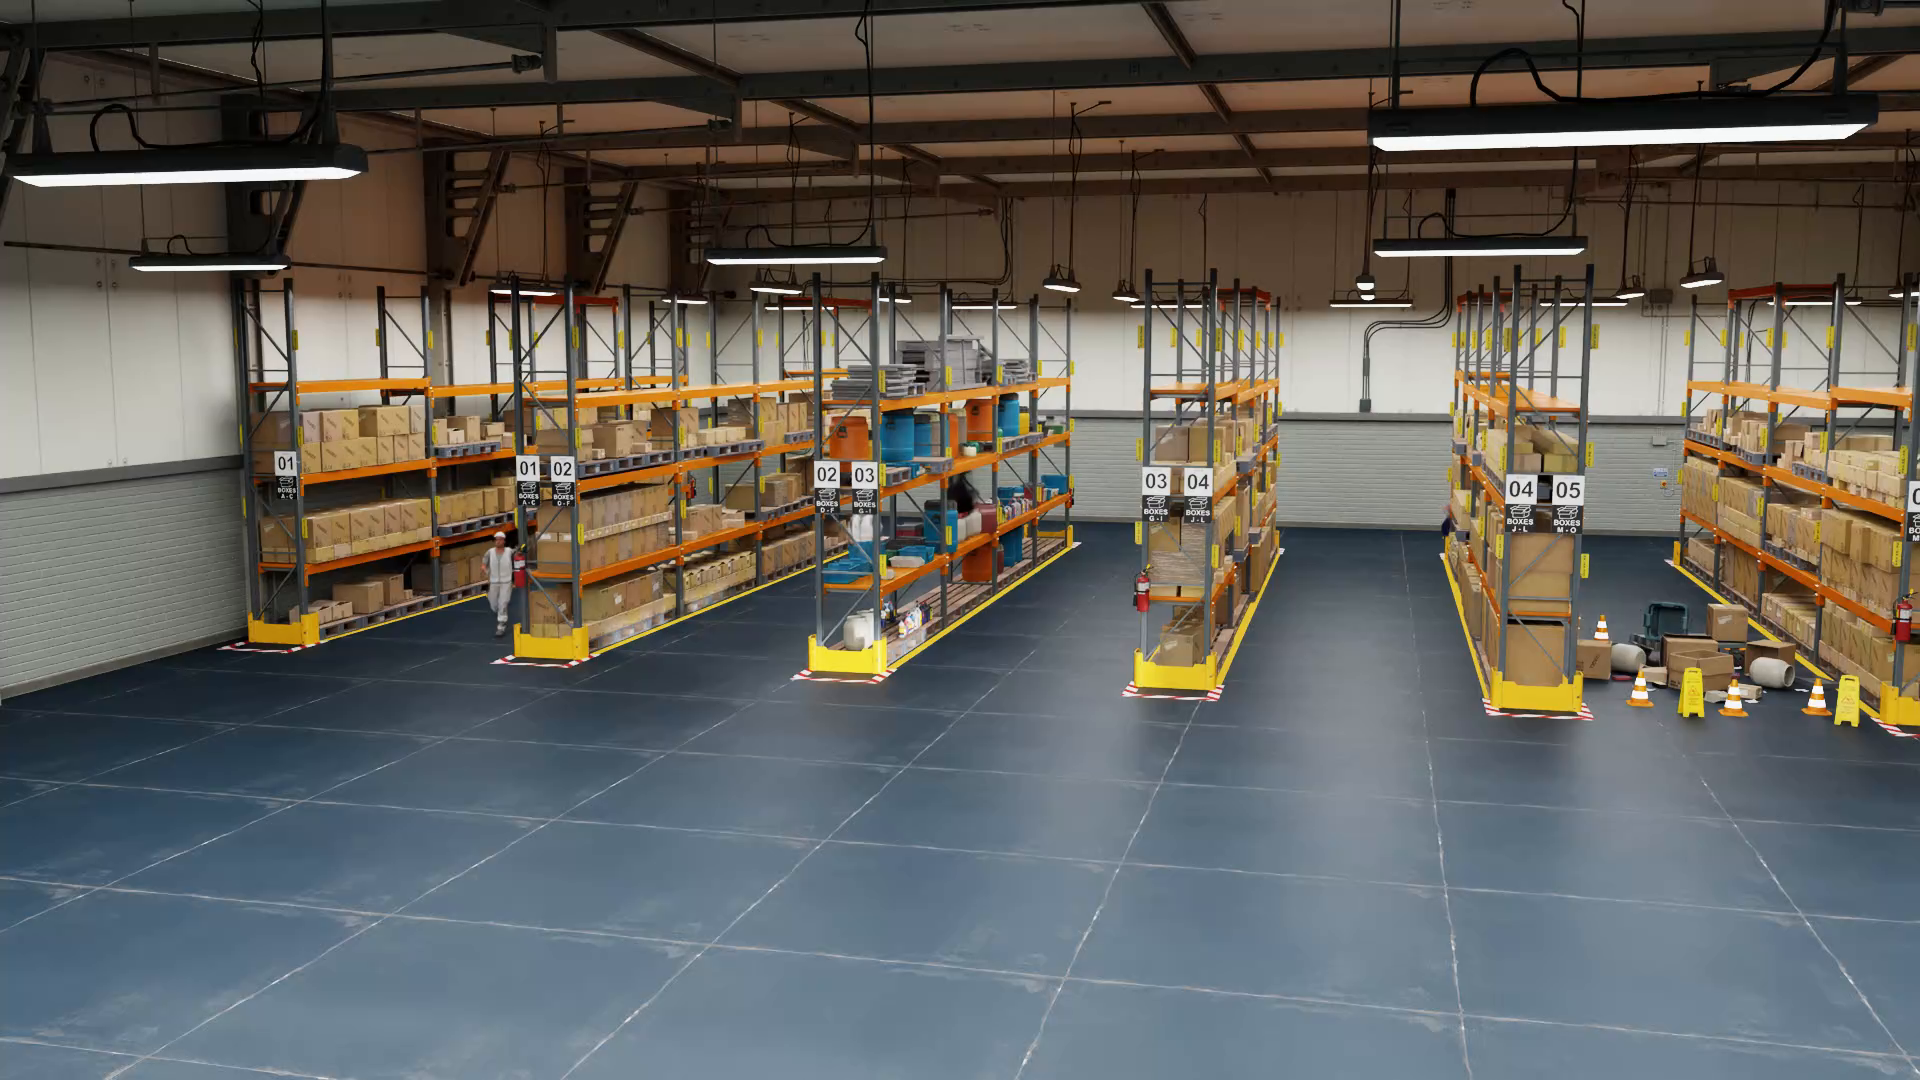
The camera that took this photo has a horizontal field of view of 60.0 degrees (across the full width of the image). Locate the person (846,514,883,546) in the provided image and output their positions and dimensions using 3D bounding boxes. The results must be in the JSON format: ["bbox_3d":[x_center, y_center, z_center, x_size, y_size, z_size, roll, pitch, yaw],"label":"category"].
[{"bbox_3d":[-1.840,0.058,31.647,0.707,1.738,0.557,2,7,15],"label":"person"}]

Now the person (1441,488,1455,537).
[{"bbox_3d":[11.785,-0.405,39.547,0.633,1.440,0.761,1,7,8],"label":"person"}]

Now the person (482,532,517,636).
[{"bbox_3d":[-7.818,0.728,28.377,0.663,1.757,0.782,0,7,-2],"label":"person"}]
